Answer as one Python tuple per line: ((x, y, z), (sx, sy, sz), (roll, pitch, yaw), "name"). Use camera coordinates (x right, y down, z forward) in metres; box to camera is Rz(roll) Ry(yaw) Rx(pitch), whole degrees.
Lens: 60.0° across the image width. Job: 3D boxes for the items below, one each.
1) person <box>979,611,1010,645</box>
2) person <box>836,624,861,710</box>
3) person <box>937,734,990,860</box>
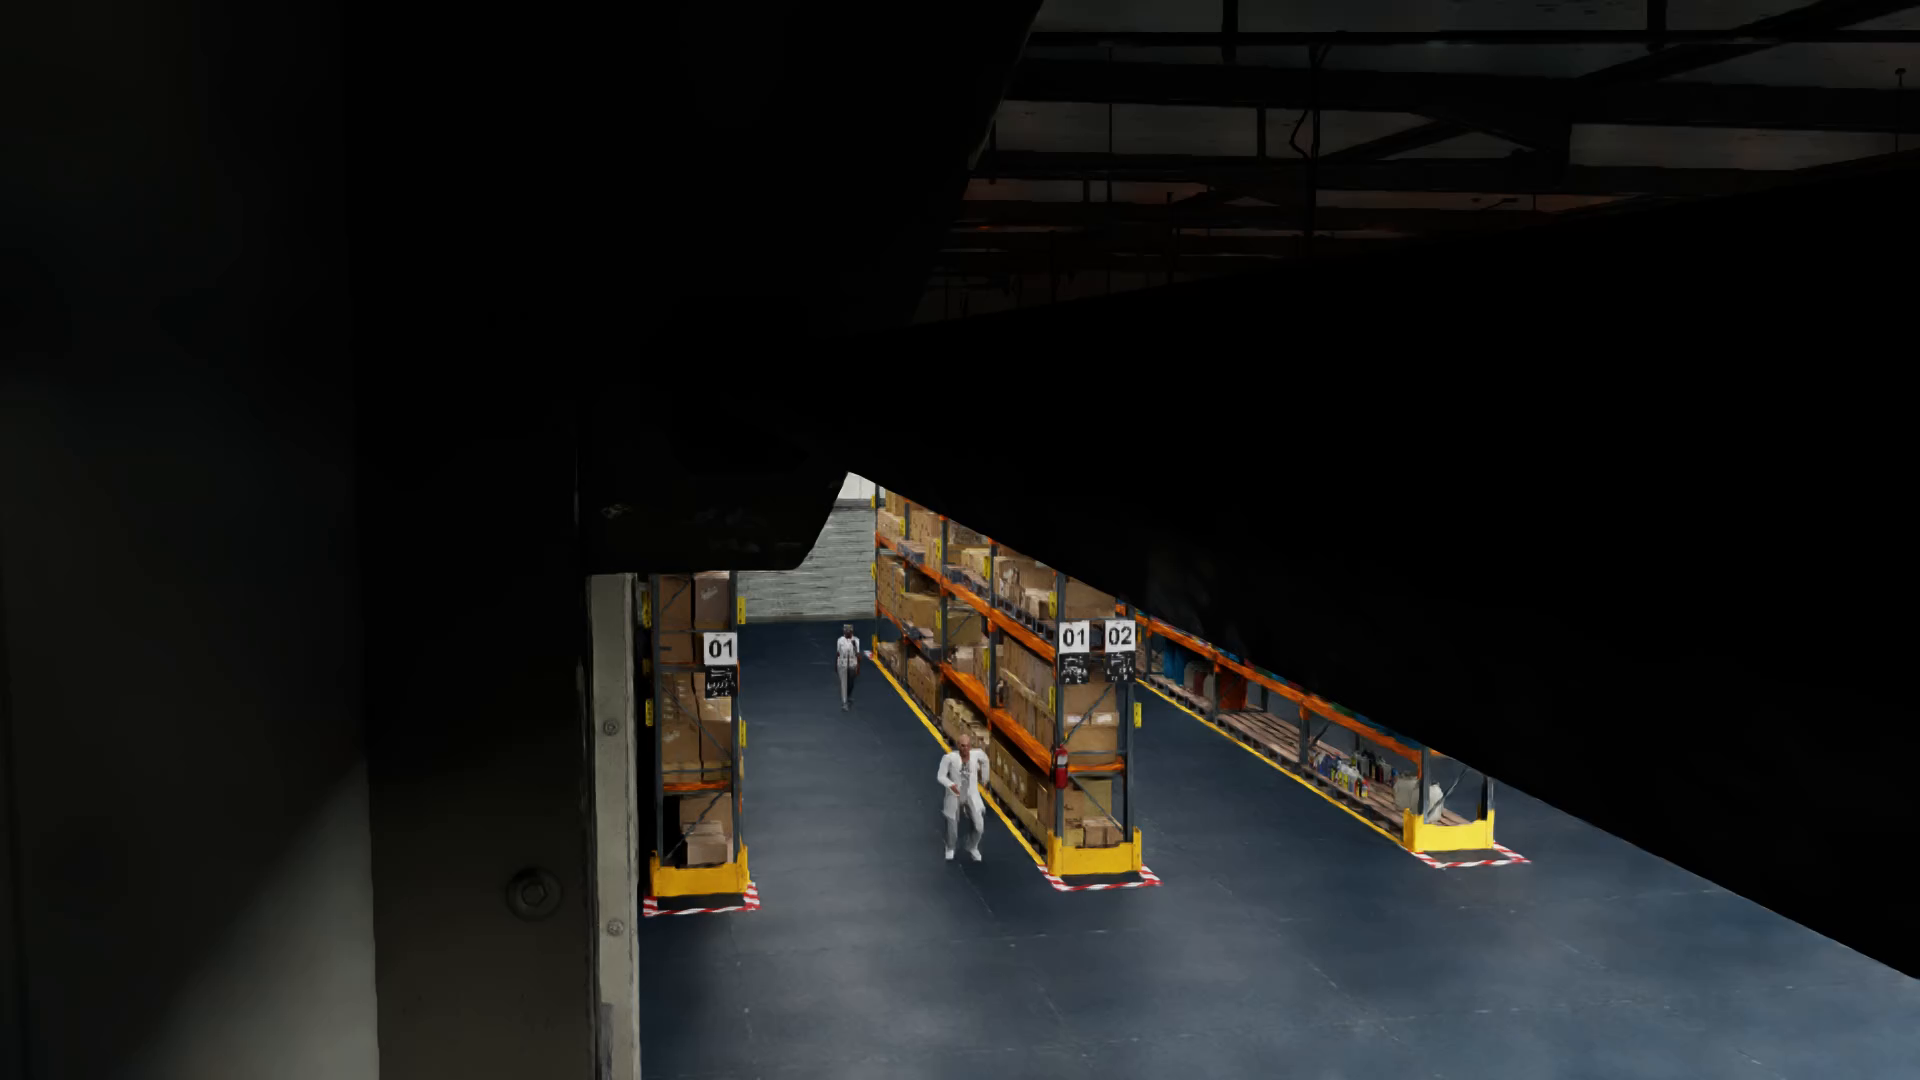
((0.684, 1.958, 34.276), (0.729, 1.733, 0.544), (-1, 6, -12), "person")
((-2.079, 2.333, 31.105), (0.445, 1.587, 1.091), (-1, 6, -13), "person")
((0.051, 3.302, 21.313), (0.712, 1.705, 0.884), (0, 6, -5), "person")
